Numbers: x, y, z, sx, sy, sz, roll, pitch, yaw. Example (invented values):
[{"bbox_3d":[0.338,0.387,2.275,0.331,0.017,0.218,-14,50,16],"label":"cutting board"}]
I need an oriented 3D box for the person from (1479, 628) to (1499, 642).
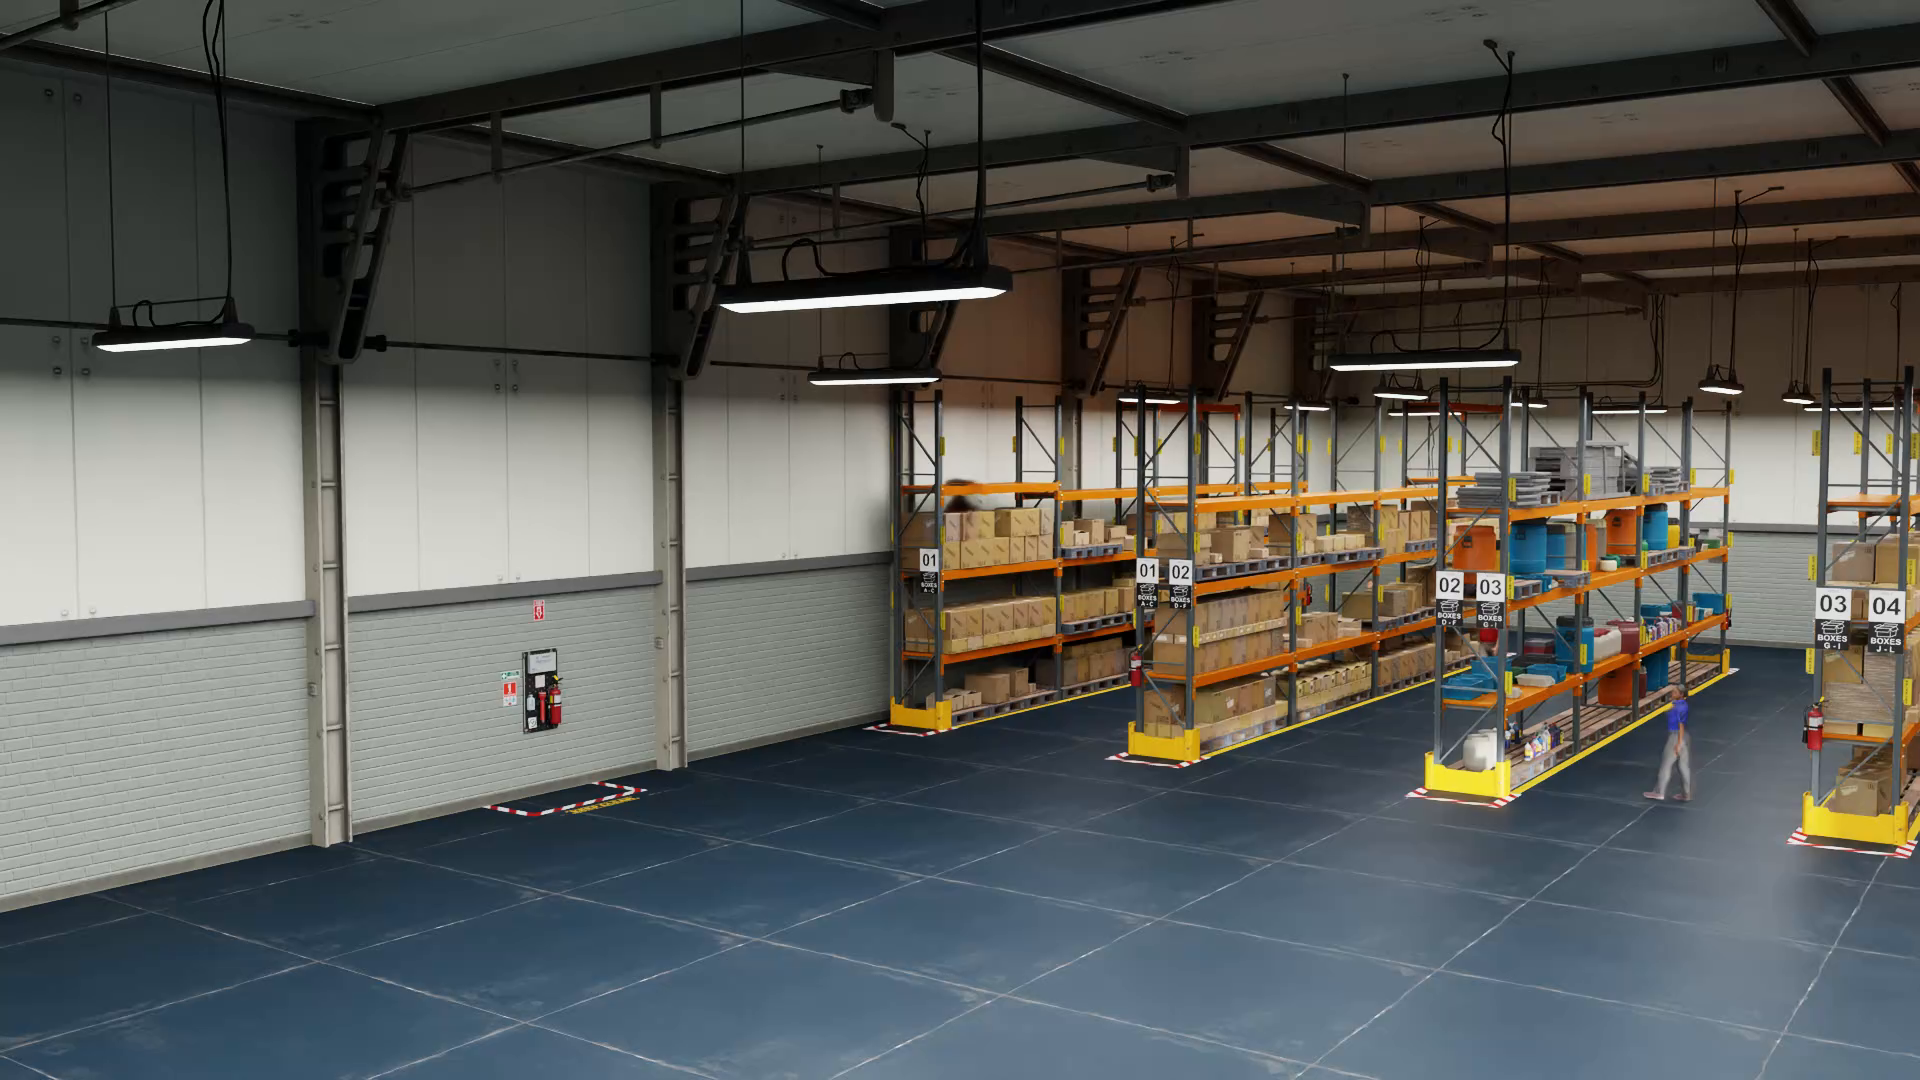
[{"bbox_3d":[20.423,2.507,30.172,21.135,1.597,3.262,2,4,30],"label":"person"}]

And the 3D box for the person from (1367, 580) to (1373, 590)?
[{"bbox_3d":[10.297,1.836,41.610,0.476,1.672,0.585,0,3,1],"label":"person"}]

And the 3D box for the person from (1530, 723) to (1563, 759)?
[{"bbox_3d":[15.927,1.601,30.331,17.348,3.354,24.638,-3,4,-38],"label":"person"}]

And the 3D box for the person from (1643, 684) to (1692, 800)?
[{"bbox_3d":[10.057,2.852,23.557,0.618,1.650,0.447,3,4,41],"label":"person"}]
